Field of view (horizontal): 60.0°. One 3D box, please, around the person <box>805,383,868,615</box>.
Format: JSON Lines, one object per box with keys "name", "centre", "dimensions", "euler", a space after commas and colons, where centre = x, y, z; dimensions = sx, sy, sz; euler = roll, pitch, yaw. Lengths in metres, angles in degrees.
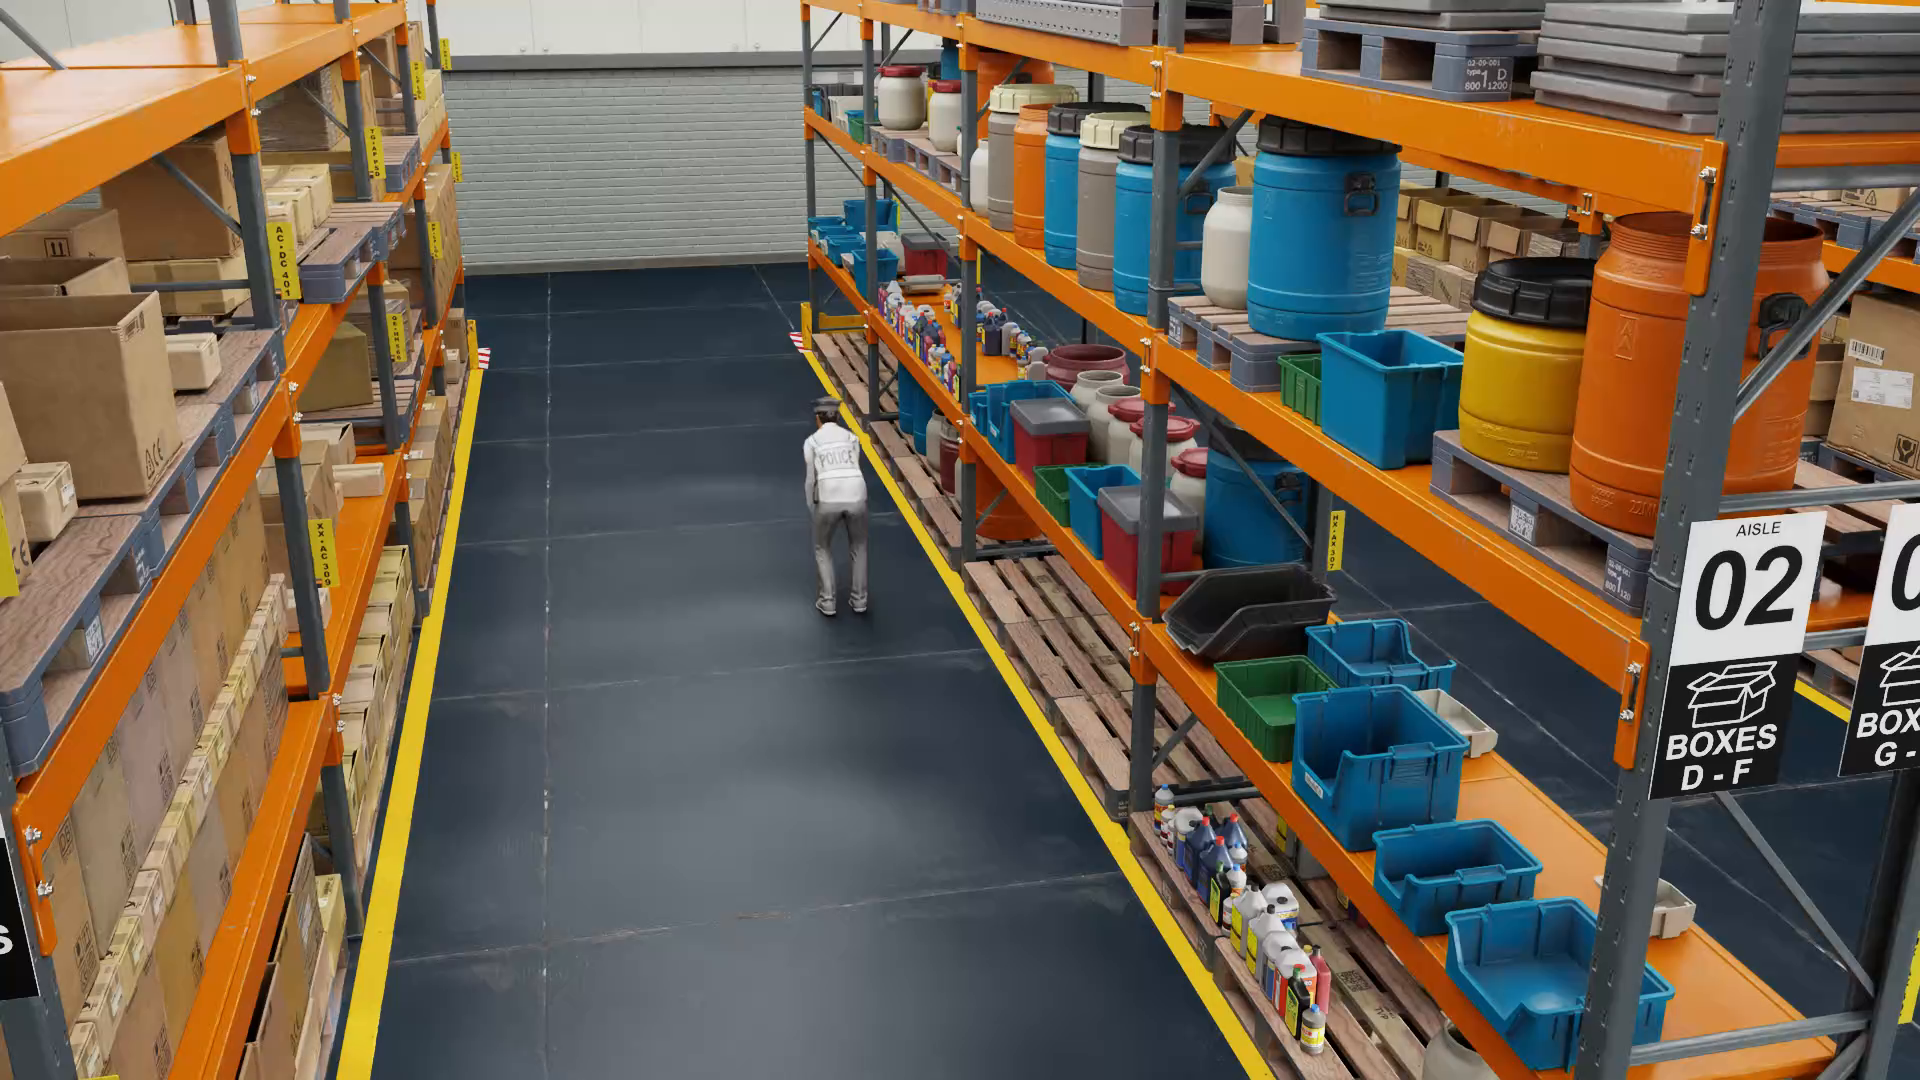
{"name": "person", "centre": [-0.878, -0.309, 11.911], "dimensions": [0.446, 1.691, 0.518], "euler": [-5, 20, -13]}
